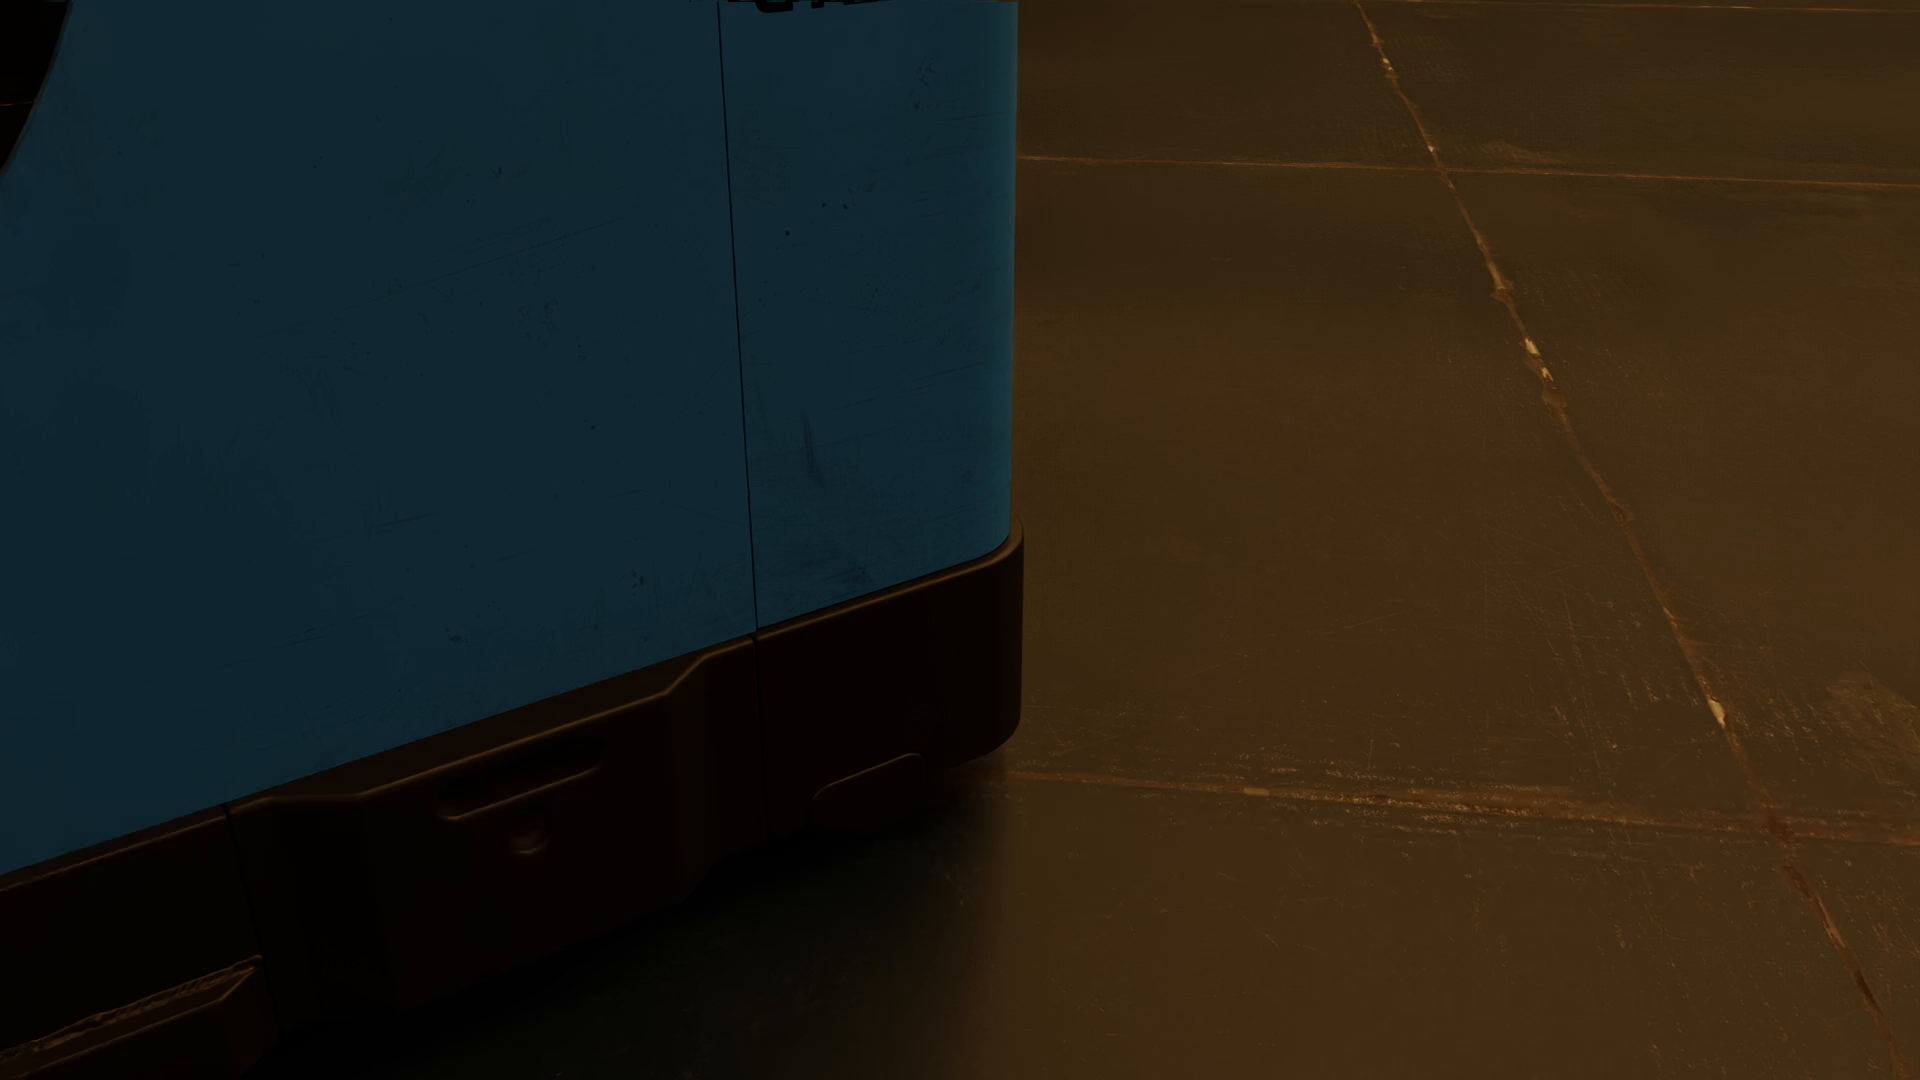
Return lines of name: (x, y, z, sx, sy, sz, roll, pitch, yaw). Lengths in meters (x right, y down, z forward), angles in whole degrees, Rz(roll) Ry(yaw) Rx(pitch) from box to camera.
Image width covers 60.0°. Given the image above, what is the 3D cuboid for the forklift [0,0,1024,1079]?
forklift: (-1.429, -0.836, 0.893, 3.031, 2.935, 1.130, -17, 31, -31)
